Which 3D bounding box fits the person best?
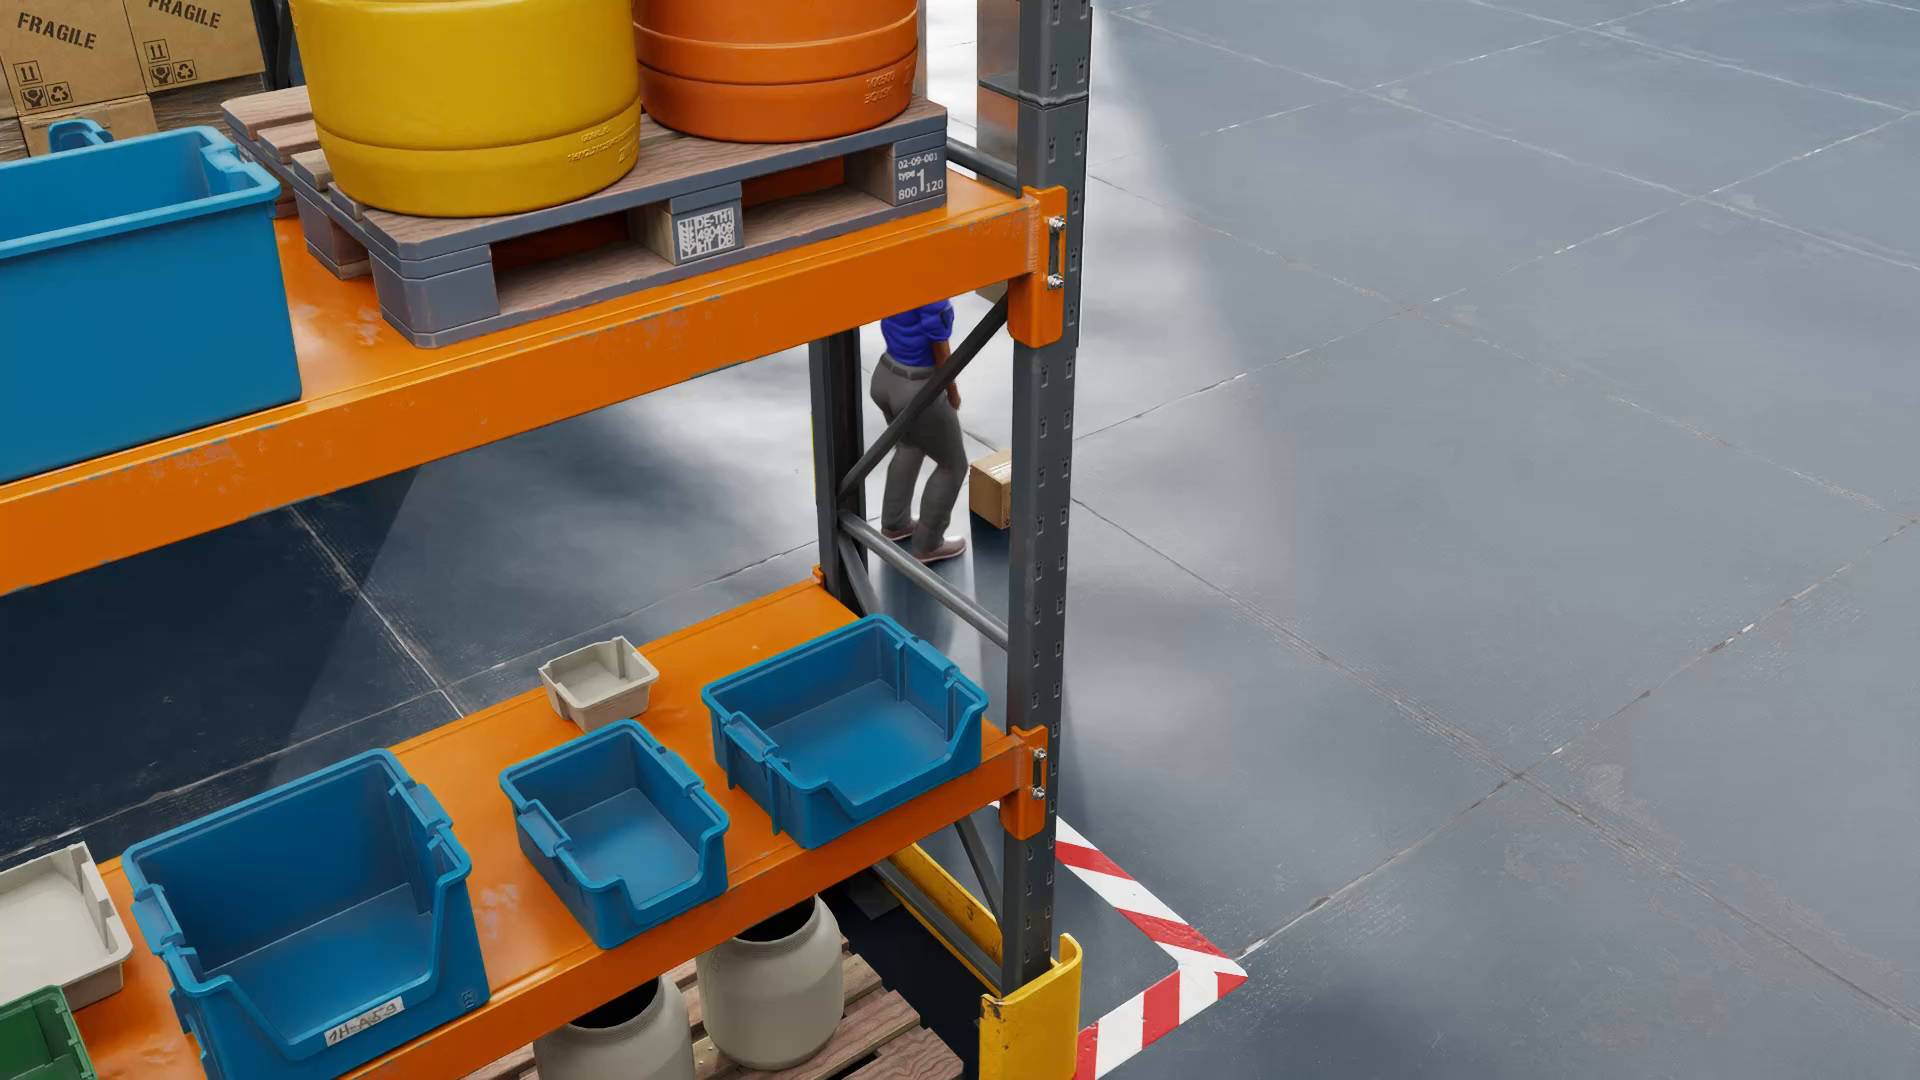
[{"bbox_3d":[-0.193,-0.663,7.256,0.392,1.600,0.461,-21,38,-30],"label":"person"}]
